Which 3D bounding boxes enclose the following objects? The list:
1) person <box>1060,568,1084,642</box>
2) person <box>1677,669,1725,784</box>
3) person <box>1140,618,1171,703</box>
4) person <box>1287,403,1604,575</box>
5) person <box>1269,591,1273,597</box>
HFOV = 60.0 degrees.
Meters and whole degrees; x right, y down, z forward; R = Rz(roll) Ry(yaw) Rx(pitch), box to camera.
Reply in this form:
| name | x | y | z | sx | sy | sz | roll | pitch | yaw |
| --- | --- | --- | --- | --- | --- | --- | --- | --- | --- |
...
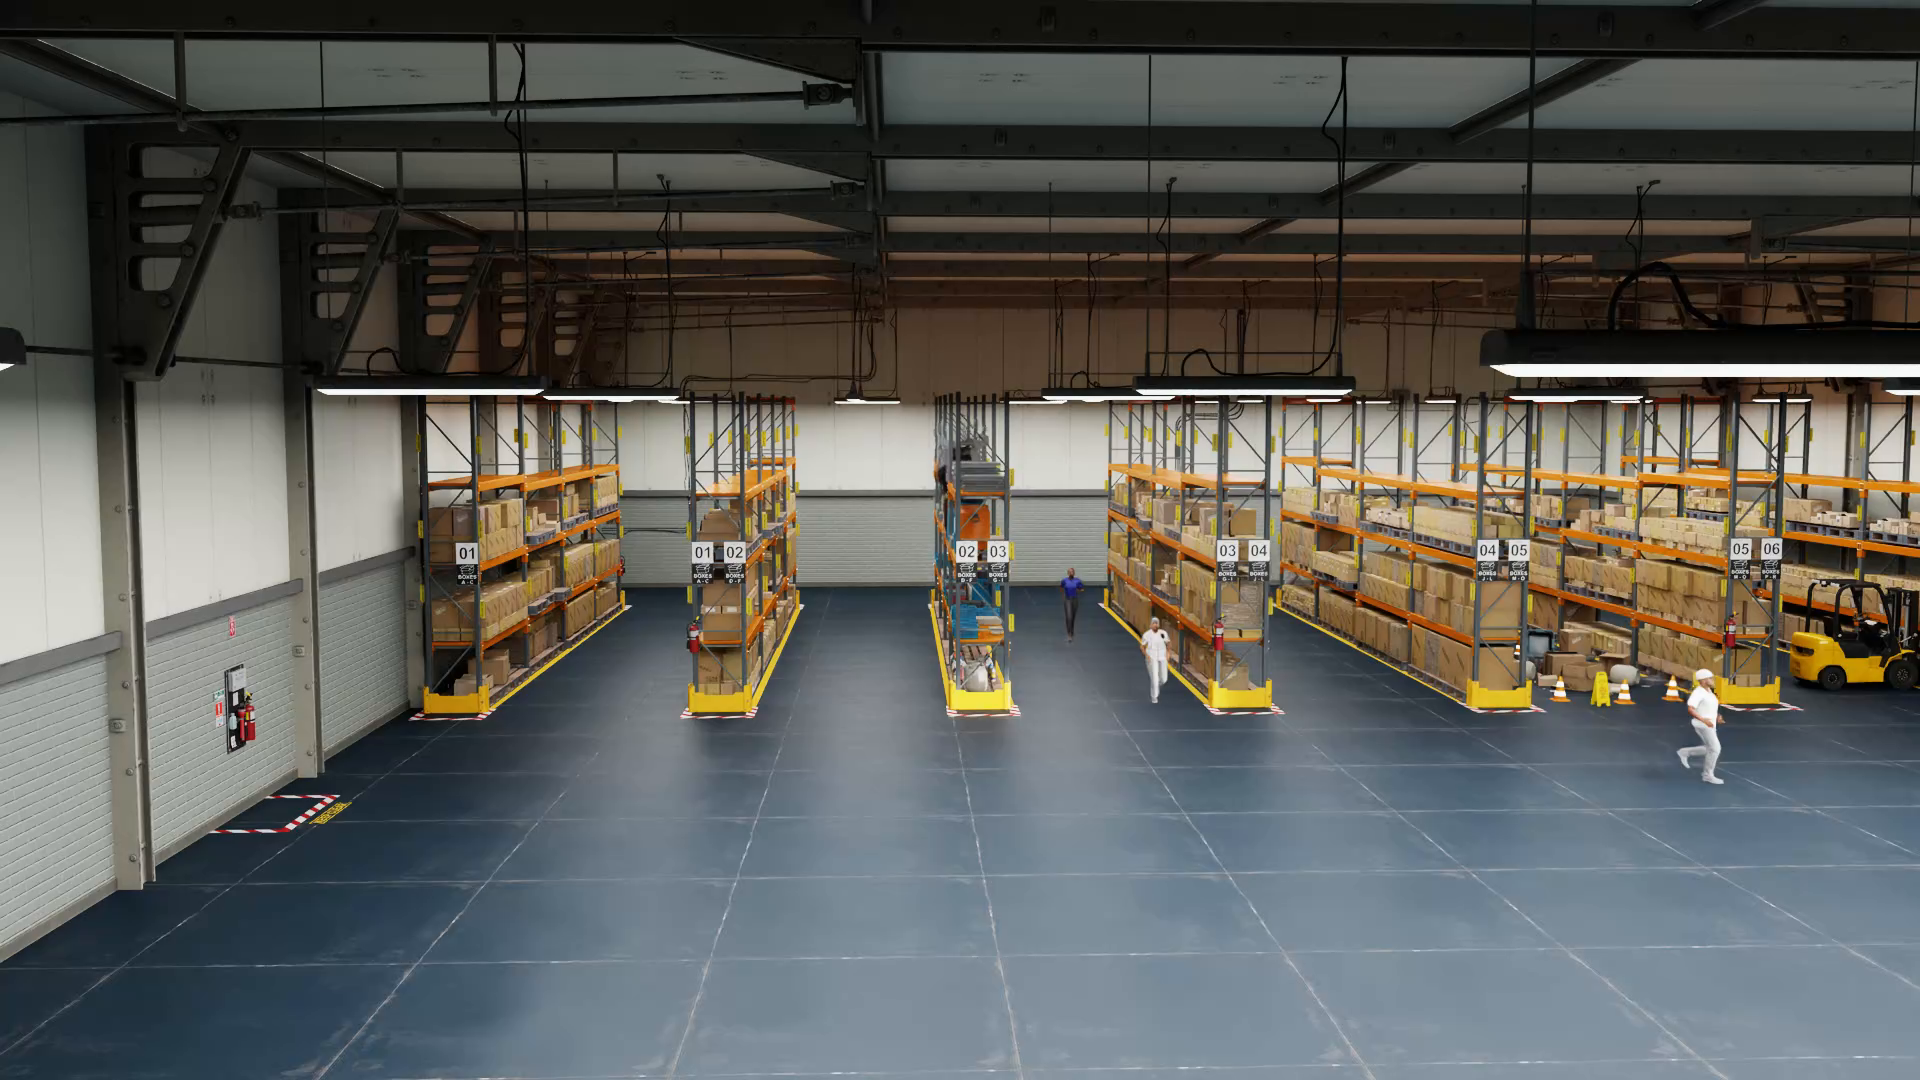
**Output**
| name | x | y | z | sx | sy | sz | roll | pitch | yaw |
| --- | --- | --- | --- | --- | --- | --- | --- | --- | --- |
| person | 2.638 | 1.501 | 39.041 | 0.556 | 1.718 | 0.770 | 0 | 5 | -4 |
| person | 11.329 | 2.834 | 25.428 | 0.702 | 1.732 | 0.701 | 3 | 6 | 35 |
| person | 3.788 | 2.311 | 32.164 | 0.605 | 1.637 | 0.510 | 0 | 5 | -4 |
| person | 12.441 | -0.751 | 44.643 | 7.059 | 5.812 | 8.945 | 1 | 5 | 7 |
| person | 8.757 | 0.988 | 48.609 | 0.810 | 1.748 | 0.675 | -1 | 5 | -9 |
